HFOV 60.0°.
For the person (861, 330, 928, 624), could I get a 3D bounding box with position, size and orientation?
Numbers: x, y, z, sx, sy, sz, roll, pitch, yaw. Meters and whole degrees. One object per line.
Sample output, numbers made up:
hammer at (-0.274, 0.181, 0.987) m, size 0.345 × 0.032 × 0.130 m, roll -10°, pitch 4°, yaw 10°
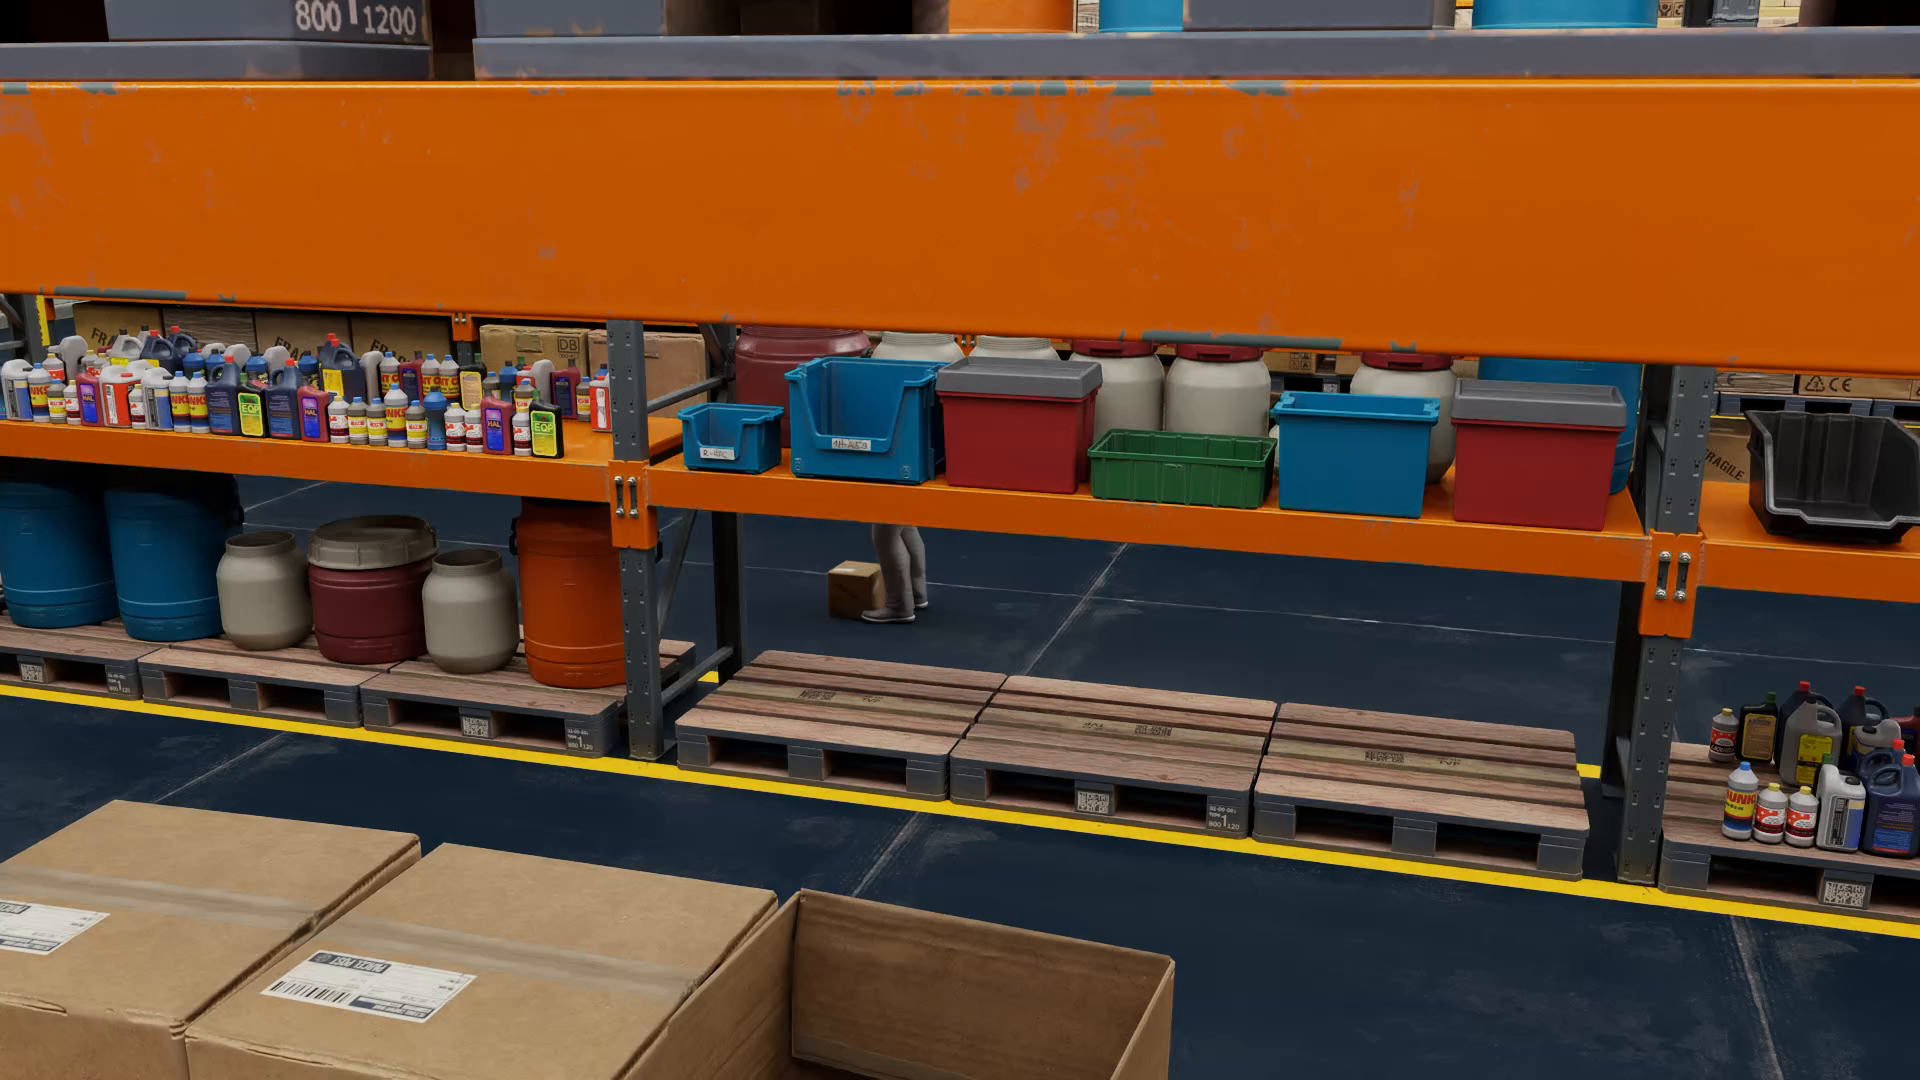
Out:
person at (-0.333, -0.385, 8.952) m, size 0.396 × 1.653 × 0.519 m, roll 4°, pitch 16°, yaw 13°
